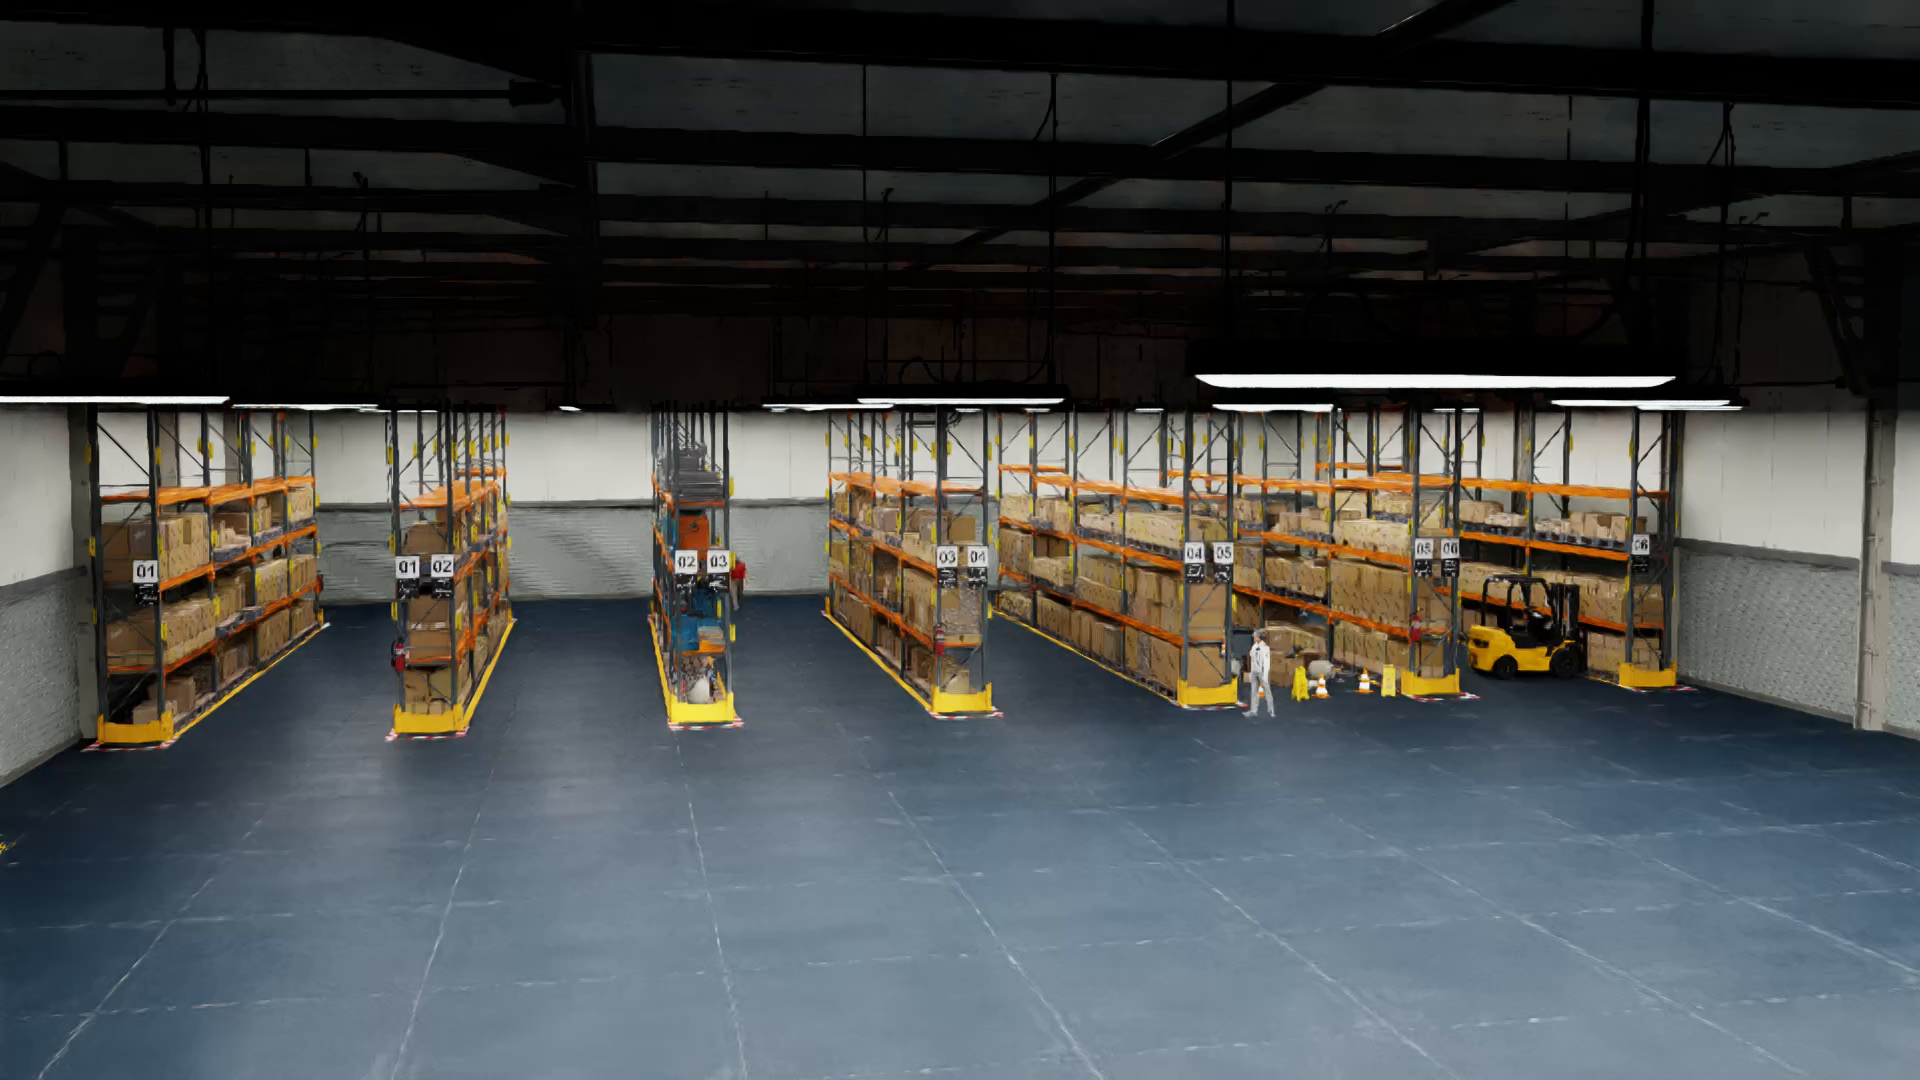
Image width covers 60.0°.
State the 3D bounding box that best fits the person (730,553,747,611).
[{"bbox_3d":[-6.507,1.220,48.624,0.554,1.669,1.040,-1,4,-13],"label":"person"}]

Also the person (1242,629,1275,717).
[{"bbox_3d":[5.696,2.516,31.502,0.508,1.667,0.588,-2,5,-25],"label":"person"}]

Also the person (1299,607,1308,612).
[{"bbox_3d":[9.753,1.302,47.566,0.400,1.514,0.491,1,4,8],"label":"person"}]

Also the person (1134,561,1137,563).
[{"bbox_3d":[4.771,1.415,45.894,0.580,1.666,0.575,1,4,10],"label":"person"}]
